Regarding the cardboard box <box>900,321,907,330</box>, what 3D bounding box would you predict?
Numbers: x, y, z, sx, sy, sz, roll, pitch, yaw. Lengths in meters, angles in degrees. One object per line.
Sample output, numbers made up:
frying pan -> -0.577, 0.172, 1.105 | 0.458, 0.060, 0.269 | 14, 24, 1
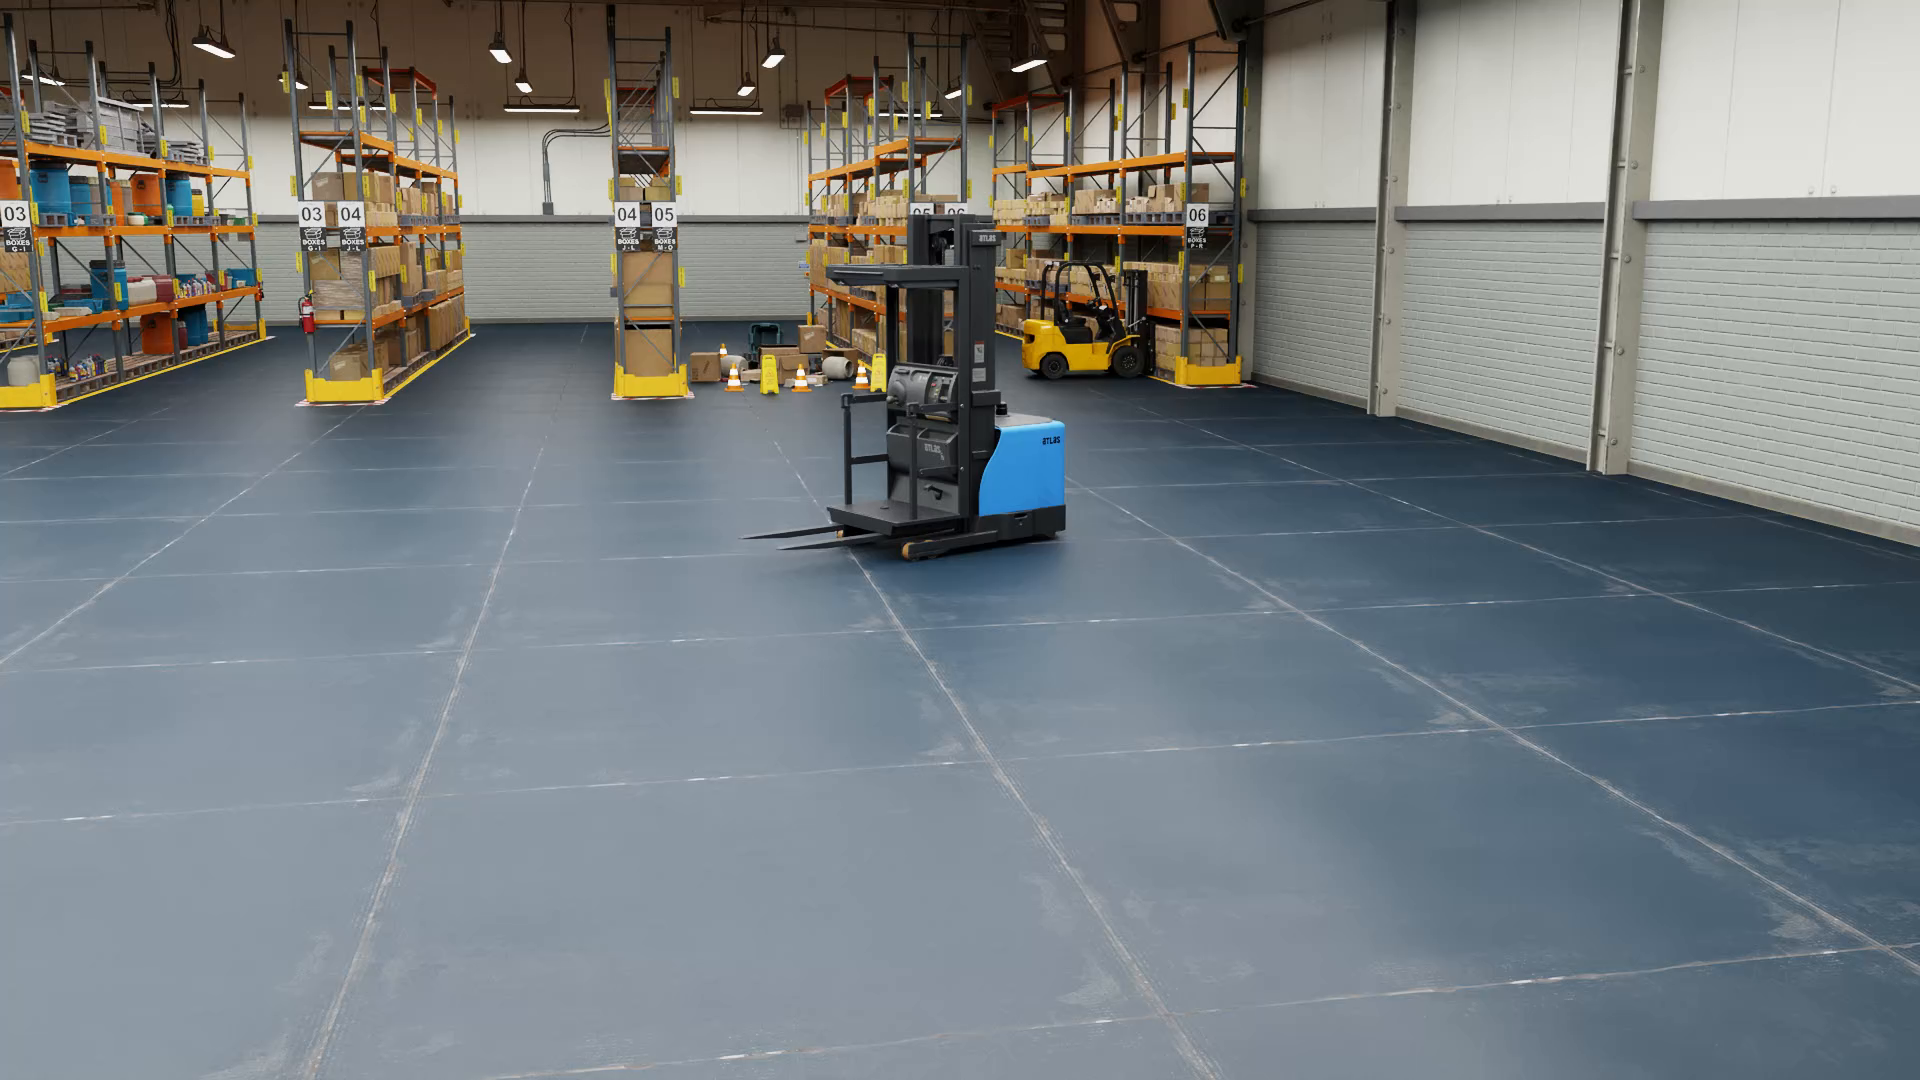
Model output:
cardboard box -> -0.930, -3.875, 30.078 | 0.380, 0.149, 0.250 | -2, 11, -9

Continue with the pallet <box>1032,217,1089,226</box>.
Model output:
pallet -> 2.416, -7.581, 39.540 | 1.213, 0.211, 1.003 | -2, 11, -11

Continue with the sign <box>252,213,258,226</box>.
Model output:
sign -> -17.536, -7.969, 41.356 | 0.100, 0.325, 0.005 | -2, 11, -11

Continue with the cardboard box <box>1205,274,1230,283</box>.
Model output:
cardboard box -> 4.675, -4.751, 30.187 | 0.380, 0.149, 0.250 | -2, 11, -12

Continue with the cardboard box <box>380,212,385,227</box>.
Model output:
cardboard box -> -10.247, -5.548, 28.757 | 0.500, 0.250, 0.500 | -2, 11, -9

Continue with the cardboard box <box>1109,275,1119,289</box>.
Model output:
cardboard box -> 3.363, -5.298, 34.126 | 0.500, 0.250, 0.500 | -2, 11, -12

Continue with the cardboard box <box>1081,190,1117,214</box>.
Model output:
cardboard box -> 3.029, -7.326, 36.039 | 0.700, 0.500, 0.500 | -2, 11, -12

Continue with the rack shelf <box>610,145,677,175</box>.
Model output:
rack shelf -> -5.606, -6.696, 29.356 | 1.077, 0.370, 4.000 | -2, 11, -11

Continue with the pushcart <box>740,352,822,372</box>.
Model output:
pushcart -> -3.386, -3.484, 32.544 | 1.648, 0.377, 0.936 | -6, 13, -31

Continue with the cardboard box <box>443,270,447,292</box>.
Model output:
cardboard box -> -12.077, -5.944, 38.190 | 0.500, 0.500, 0.500 | -2, 11, -11

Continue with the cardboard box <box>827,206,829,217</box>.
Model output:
cardboard box -> -2.961, -7.841, 39.635 | 0.396, 0.266, 0.258 | -2, 11, -12

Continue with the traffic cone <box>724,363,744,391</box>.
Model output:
traffic cone -> -3.927, -2.835, 28.905 | 0.336, 0.463, 0.334 | -2, 11, -11

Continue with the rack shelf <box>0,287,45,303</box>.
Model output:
rack shelf -> -22.543, -5.625, 38.704 | 1.077, 0.370, 4.000 | -2, 11, -11

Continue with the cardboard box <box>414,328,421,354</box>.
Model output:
cardboard box -> -11.508, -4.103, 34.295 | 0.700, 0.500, 0.500 | -3, 11, -14

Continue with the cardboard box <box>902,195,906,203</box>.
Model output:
cardboard box -> -0.817, -6.018, 29.365 | 0.380, 0.149, 0.250 | -2, 11, -12

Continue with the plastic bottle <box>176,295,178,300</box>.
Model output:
plastic bottle -> -16.298, -5.091, 34.506 | 0.097, 0.201, 0.097 | 0, 11, 0

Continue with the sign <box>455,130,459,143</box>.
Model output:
sign -> -12.679, -10.166, 41.887 | 0.100, 0.325, 0.005 | -2, 11, -11

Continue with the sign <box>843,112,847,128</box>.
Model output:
sign -> -2.481, -9.061, 35.865 | 0.100, 0.325, 0.005 | -2, 11, -11

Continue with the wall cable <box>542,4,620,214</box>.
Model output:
wall cable -> -10.933, -12.394, 47.698 | 2.277, 5.999, 0.120 | -2, 11, -11

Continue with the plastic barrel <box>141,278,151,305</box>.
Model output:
plastic barrel -> -16.025, -4.854, 32.431 | 0.421, 0.512, 0.421 | 0, 11, 0

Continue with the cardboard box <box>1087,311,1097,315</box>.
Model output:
cardboard box -> 3.135, -5.183, 38.285 | 0.380, 0.149, 0.250 | -2, 11, -8

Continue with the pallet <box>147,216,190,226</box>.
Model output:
pallet -> -16.569, -6.582, 34.290 | 1.003, 0.211, 1.213 | -2, 11, -11

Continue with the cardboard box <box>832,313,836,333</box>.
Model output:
cardboard box -> -2.732, -5.398, 41.317 | 0.875, 0.438, 0.875 | -2, 11, -12

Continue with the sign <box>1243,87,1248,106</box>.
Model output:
sign -> 5.033, -7.814, 29.317 | 0.100, 0.325, 0.005 | -2, 11, -11

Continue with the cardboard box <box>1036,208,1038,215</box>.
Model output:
cardboard box -> 2.022, -7.861, 39.790 | 0.380, 0.149, 0.250 | -2, 11, -12

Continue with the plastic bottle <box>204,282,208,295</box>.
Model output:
plastic bottle -> -16.830, -5.602, 36.993 | 0.152, 0.276, 0.135 | -2, 11, -11

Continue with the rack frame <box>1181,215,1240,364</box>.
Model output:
rack frame -> 4.487, -4.312, 29.880 | 1.000, 3.000, 0.127 | -2, 11, -11

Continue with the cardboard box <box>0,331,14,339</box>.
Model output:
cardboard box -> -22.524, -4.945, 38.711 | 0.797, 0.503, 0.637 | -2, 11, -11

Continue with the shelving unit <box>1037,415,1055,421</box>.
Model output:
shelving unit -> 0.743, -0.645, 15.829 | 0.215, 1.050, 0.252 | -9, 14, -38

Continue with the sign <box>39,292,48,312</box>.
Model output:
sign -> -14.420, -3.745, 26.164 | 0.100, 0.325, 0.005 | -2, 11, -11

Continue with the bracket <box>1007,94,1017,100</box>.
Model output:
bracket -> 1.467, -12.400, 46.703 | 0.235, 0.232, 0.430 | -2, 11, -11

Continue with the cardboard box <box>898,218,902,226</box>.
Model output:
cardboard box -> -0.903, -5.723, 29.946 | 0.380, 0.149, 0.250 | -2, 11, -11

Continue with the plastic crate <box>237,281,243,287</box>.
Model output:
plastic crate -> -17.694, -6.228, 40.492 | 0.396, 0.136, 0.243 | -2, 11, -11

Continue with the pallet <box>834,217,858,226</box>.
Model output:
pallet -> -2.335, -7.300, 38.062 | 1.003, 0.211, 1.213 | -2, 11, -8

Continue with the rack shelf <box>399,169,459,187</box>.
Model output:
rack shelf -> -12.825, -8.735, 40.069 | 1.077, 0.370, 4.000 | -2, 11, -11

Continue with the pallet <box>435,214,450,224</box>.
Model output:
pallet -> -12.585, -7.551, 39.116 | 1.003, 0.211, 1.213 | -2, 11, -11

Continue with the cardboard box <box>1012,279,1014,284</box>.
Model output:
cardboard box -> 1.561, -6.722, 43.216 | 0.380, 0.149, 0.250 | -2, 11, -11

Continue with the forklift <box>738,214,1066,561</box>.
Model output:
forklift -> -0.496, -1.367, 14.594 | 3.031, 2.935, 1.130 | -8, 14, -37

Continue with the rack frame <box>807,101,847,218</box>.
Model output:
rack frame -> -3.493, -10.012, 43.785 | 1.000, 3.000, 0.127 | -2, 11, -11

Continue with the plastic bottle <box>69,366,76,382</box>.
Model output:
plastic bottle -> -15.007, -2.810, 28.109 | 0.097, 0.271, 0.097 | 0, 11, 0

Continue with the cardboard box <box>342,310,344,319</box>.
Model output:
cardboard box -> -10.408, -3.737, 27.535 | 0.380, 0.149, 0.250 | -2, 11, -11

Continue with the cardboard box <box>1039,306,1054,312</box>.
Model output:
cardboard box -> 2.153, -5.639, 40.684 | 0.380, 0.149, 0.250 | -3, 11, -14

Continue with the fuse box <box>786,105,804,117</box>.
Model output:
fuse box -> -4.856, -12.603, 48.841 | 0.513, 0.334, 0.176 | -2, 11, -11

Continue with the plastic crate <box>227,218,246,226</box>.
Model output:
plastic crate -> -17.600, -7.723, 40.350 | 0.450, 0.188, 0.336 | -2, 11, -11

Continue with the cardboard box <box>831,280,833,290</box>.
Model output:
cardboard box -> -2.786, -6.072, 39.533 | 0.500, 0.250, 0.500 | -2, 11, -12

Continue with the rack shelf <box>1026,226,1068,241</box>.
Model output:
rack shelf -> 2.542, -7.266, 39.303 | 1.077, 0.370, 4.000 | -2, 11, -11

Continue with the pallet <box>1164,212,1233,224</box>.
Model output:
pallet -> 4.375, -5.872, 30.294 | 1.003, 0.211, 1.213 | -2, 11, -11
